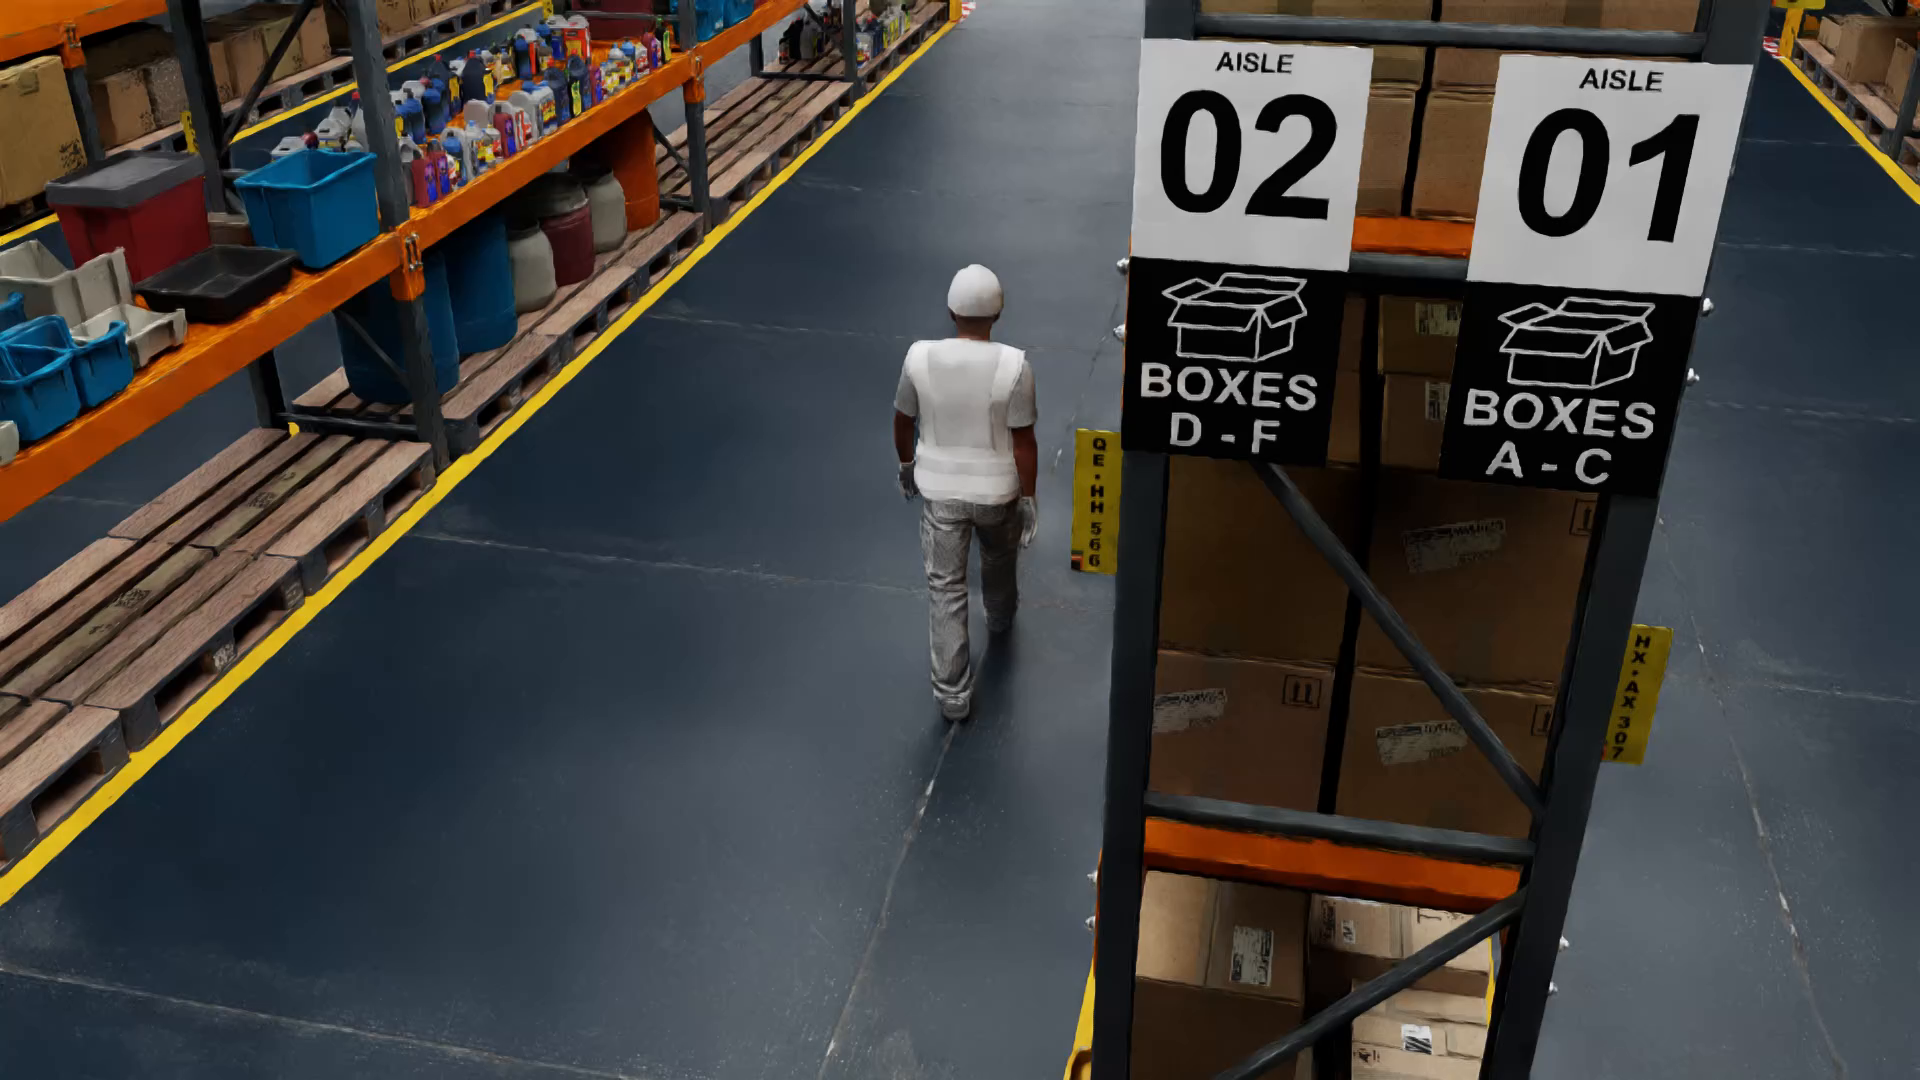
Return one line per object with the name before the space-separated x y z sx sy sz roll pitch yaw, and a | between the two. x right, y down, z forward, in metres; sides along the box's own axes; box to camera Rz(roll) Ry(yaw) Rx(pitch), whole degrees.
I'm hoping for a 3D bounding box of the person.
person | 0.030 -0.268 6.605 0.582 1.730 0.978 2 29 4
